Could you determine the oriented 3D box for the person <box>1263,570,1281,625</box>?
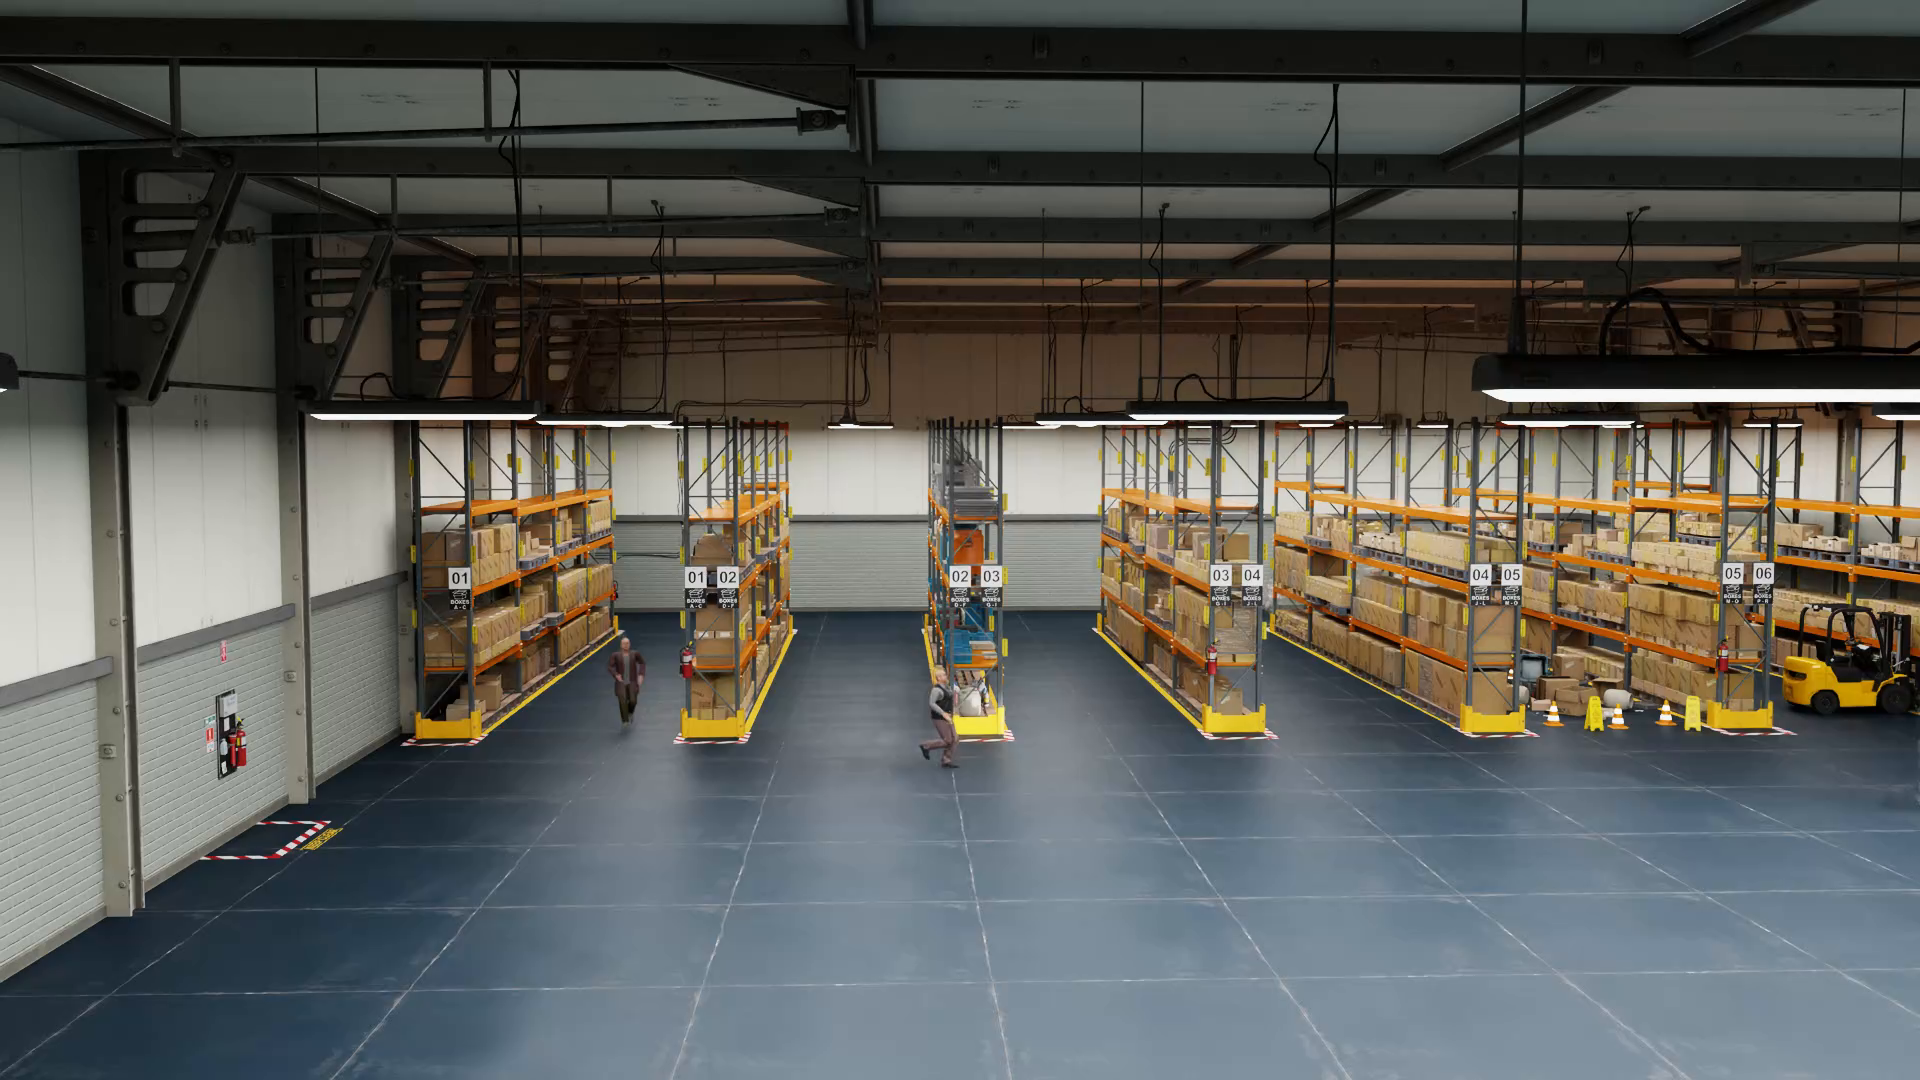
[{"bbox_3d":[9.163,1.676,48.803,0.536,1.721,0.750,-1,4,-16],"label":"person"}]

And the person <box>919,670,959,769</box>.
[{"bbox_3d":[-0.341,3.042,28.296,0.660,1.686,0.670,1,4,17],"label":"person"}]

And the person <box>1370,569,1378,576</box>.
[{"bbox_3d":[12.471,1.694,49.284,0.890,1.670,0.735,0,4,5],"label":"person"}]

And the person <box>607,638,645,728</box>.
[{"bbox_3d":[-6.438,2.761,32.133,0.744,1.742,0.655,-1,4,-17],"label":"person"}]
